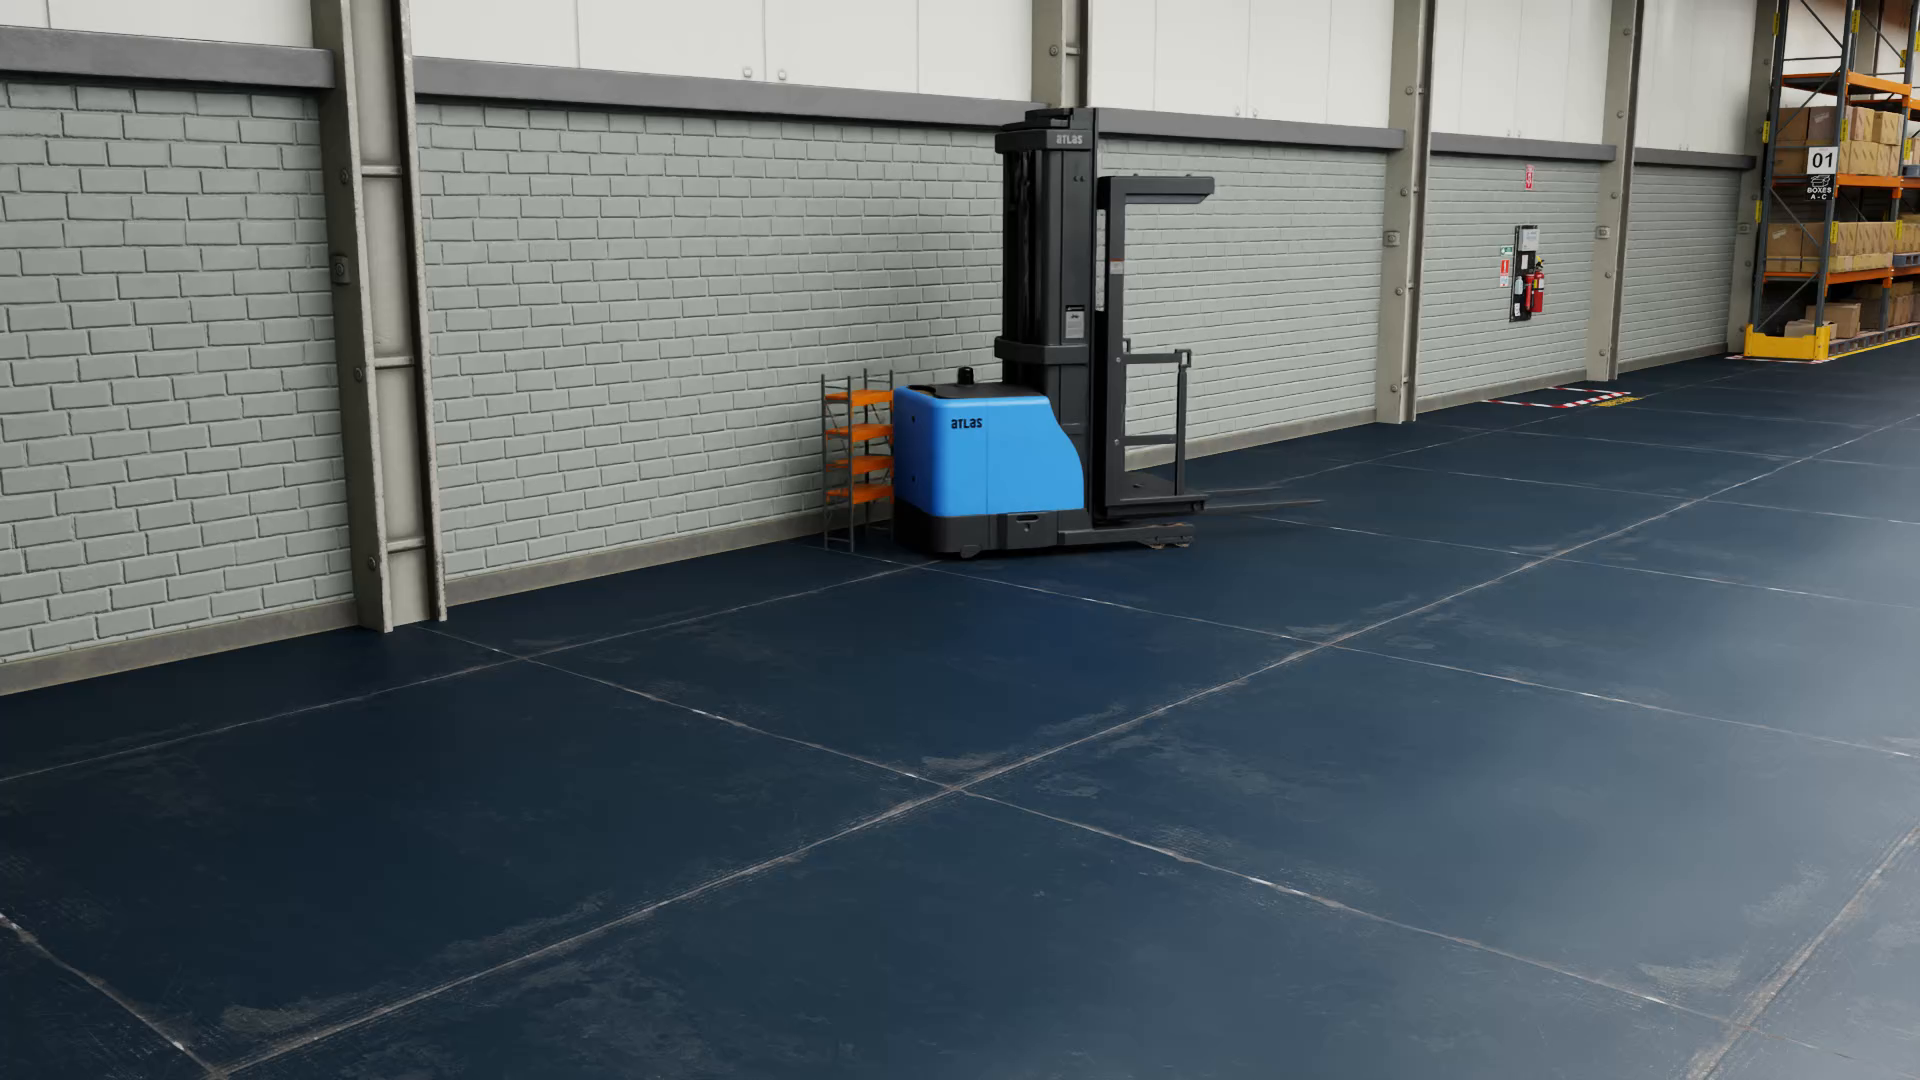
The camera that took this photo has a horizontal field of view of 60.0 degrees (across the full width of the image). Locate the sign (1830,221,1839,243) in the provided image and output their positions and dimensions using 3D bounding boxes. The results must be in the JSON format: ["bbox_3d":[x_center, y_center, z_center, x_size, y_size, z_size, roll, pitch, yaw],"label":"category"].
[{"bbox_3d":[13.282,-4.680,25.274,0.100,0.325,0.005,10,15,40],"label":"sign"}]

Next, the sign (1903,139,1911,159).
[{"bbox_3d":[15.928,-6.570,27.966,0.100,0.325,0.005,10,15,40],"label":"sign"}]

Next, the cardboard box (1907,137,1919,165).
[{"bbox_3d":[16.750,-6.892,29.571,0.500,0.500,0.500,9,14,38],"label":"cardboard box"}]

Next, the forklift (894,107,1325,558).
[{"bbox_3d":[1.096,-1.468,11.578,3.031,2.935,1.130,-4,12,-18],"label":"forklift"}]

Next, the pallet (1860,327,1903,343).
[{"bbox_3d":[16.028,-3.661,29.504,1.003,0.211,1.213,10,15,40],"label":"pallet"}]

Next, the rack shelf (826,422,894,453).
[{"bbox_3d":[-0.695,-0.704,11.372,0.258,0.148,0.480,7,13,32],"label":"rack shelf"}]

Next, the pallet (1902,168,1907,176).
[{"bbox_3d":[16.685,-6.523,29.533,1.213,0.211,1.003,10,15,40],"label":"pallet"}]

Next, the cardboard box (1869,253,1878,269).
[{"bbox_3d":[14.775,-4.593,27.382,0.500,0.250,0.500,10,15,40],"label":"cardboard box"}]

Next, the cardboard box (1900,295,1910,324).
[{"bbox_3d":[16.985,-4.242,30.552,0.700,0.500,0.500,10,15,40],"label":"cardboard box"}]

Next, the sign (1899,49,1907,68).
[{"bbox_3d":[17.736,-9.051,31.265,0.100,0.325,0.005,10,15,40],"label":"sign"}]

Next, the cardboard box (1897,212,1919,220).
[{"bbox_3d":[18.260,-6.175,31.990,0.500,0.250,0.500,10,15,42],"label":"cardboard box"}]

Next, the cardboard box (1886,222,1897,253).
[{"bbox_3d":[15.435,-5.109,28.047,0.500,0.500,0.500,10,15,40],"label":"cardboard box"}]

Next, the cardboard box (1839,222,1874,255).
[{"bbox_3d":[14.427,-4.885,26.928,0.500,0.500,0.500,10,15,42],"label":"cardboard box"}]

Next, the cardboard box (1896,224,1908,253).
[{"bbox_3d":[16.251,-5.331,29.363,0.500,0.500,0.700,-10,15,-42],"label":"cardboard box"}]

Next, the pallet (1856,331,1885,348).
[{"bbox_3d":[15.098,-3.443,28.412,1.003,0.211,1.213,10,15,40],"label":"pallet"}]

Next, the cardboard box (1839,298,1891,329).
[{"bbox_3d":[15.989,-4.014,29.411,0.700,0.500,0.500,10,15,42],"label":"cardboard box"}]

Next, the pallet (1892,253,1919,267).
[{"bbox_3d":[16.129,-4.914,29.144,1.003,0.211,1.213,10,15,40],"label":"pallet"}]

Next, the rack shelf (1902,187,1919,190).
[{"bbox_3d":[19.476,-6.915,32.853,1.077,0.370,4.000,10,15,40],"label":"rack shelf"}]

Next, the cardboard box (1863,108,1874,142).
[{"bbox_3d":[14.011,-6.515,26.154,0.500,0.500,0.500,10,15,42],"label":"cardboard box"}]

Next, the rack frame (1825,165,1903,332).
[{"bbox_3d":[15.515,-4.914,28.656,1.000,3.000,0.127,10,15,40],"label":"rack frame"}]

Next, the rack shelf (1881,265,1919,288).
[{"bbox_3d":[16.835,-4.856,30.200,1.077,0.370,4.000,10,15,40],"label":"rack shelf"}]

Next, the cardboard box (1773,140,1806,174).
[{"bbox_3d":[12.960,-5.949,25.876,0.500,0.500,0.500,-11,16,-43],"label":"cardboard box"}]

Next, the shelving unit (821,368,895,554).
[{"bbox_3d":[-0.695,-0.550,11.402,0.258,1.200,0.503,7,13,32],"label":"shelving unit"}]

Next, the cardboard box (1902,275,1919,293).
[{"bbox_3d":[18.740,-4.746,32.229,0.750,0.750,0.750,10,15,40],"label":"cardboard box"}]

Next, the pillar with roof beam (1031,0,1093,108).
[{"bbox_3d":[4.039,-4.277,10.152,9.100,9.000,0.400,10,15,40],"label":"pillar with roof beam"}]

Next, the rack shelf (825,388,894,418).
[{"bbox_3d":[-0.695,-0.936,11.325,0.258,0.148,0.480,7,13,32],"label":"rack shelf"}]

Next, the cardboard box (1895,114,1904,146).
[{"bbox_3d":[15.388,-6.825,27.708,0.500,0.500,0.500,8,14,36],"label":"cardboard box"}]

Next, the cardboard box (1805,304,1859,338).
[{"bbox_3d":[14.297,-3.591,27.291,0.700,0.500,0.500,9,14,37],"label":"cardboard box"}]

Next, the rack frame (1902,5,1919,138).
[{"bbox_3d":[18.156,-8.444,31.015,1.000,3.000,0.127,10,15,40],"label":"rack frame"}]

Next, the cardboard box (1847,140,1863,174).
[{"bbox_3d":[13.665,-5.947,25.861,0.500,0.500,0.500,-11,16,-44],"label":"cardboard box"}]

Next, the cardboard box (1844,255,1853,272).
[{"bbox_3d":[13.767,-4.371,26.268,0.500,0.250,0.500,9,15,39],"label":"cardboard box"}]

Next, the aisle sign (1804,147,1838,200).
[{"bbox_3d":[13.053,-5.551,25.208,0.394,0.787,0.004,10,15,40],"label":"aisle sign"}]

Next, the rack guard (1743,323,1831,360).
[{"bbox_3d":[12.925,-3.111,26.011,1.175,0.500,0.348,10,15,40],"label":"rack guard"}]

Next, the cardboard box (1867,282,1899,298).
[{"bbox_3d":[16.617,-4.524,30.050,0.500,0.250,0.500,9,15,39],"label":"cardboard box"}]

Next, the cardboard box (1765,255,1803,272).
[{"bbox_3d":[13.038,-4.356,26.192,0.500,0.250,0.500,10,15,41],"label":"cardboard box"}]

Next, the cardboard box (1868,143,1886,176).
[{"bbox_3d":[14.687,-6.178,27.022,0.500,0.500,0.500,9,14,38],"label":"cardboard box"}]

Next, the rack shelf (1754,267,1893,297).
[{"bbox_3d":[14.195,-4.267,27.253,1.077,0.370,4.000,10,15,40],"label":"rack shelf"}]

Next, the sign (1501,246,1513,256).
[{"bbox_3d":[6.634,-3.508,20.172,0.001,0.109,0.331,10,15,40],"label":"sign"}]

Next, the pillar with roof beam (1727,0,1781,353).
[{"bbox_3d":[15.921,-6.926,23.411,9.100,9.000,0.400,10,15,40],"label":"pillar with roof beam"}]

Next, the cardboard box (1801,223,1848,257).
[{"bbox_3d":[13.416,-4.661,25.806,0.500,0.500,0.500,10,15,40],"label":"cardboard box"}]
